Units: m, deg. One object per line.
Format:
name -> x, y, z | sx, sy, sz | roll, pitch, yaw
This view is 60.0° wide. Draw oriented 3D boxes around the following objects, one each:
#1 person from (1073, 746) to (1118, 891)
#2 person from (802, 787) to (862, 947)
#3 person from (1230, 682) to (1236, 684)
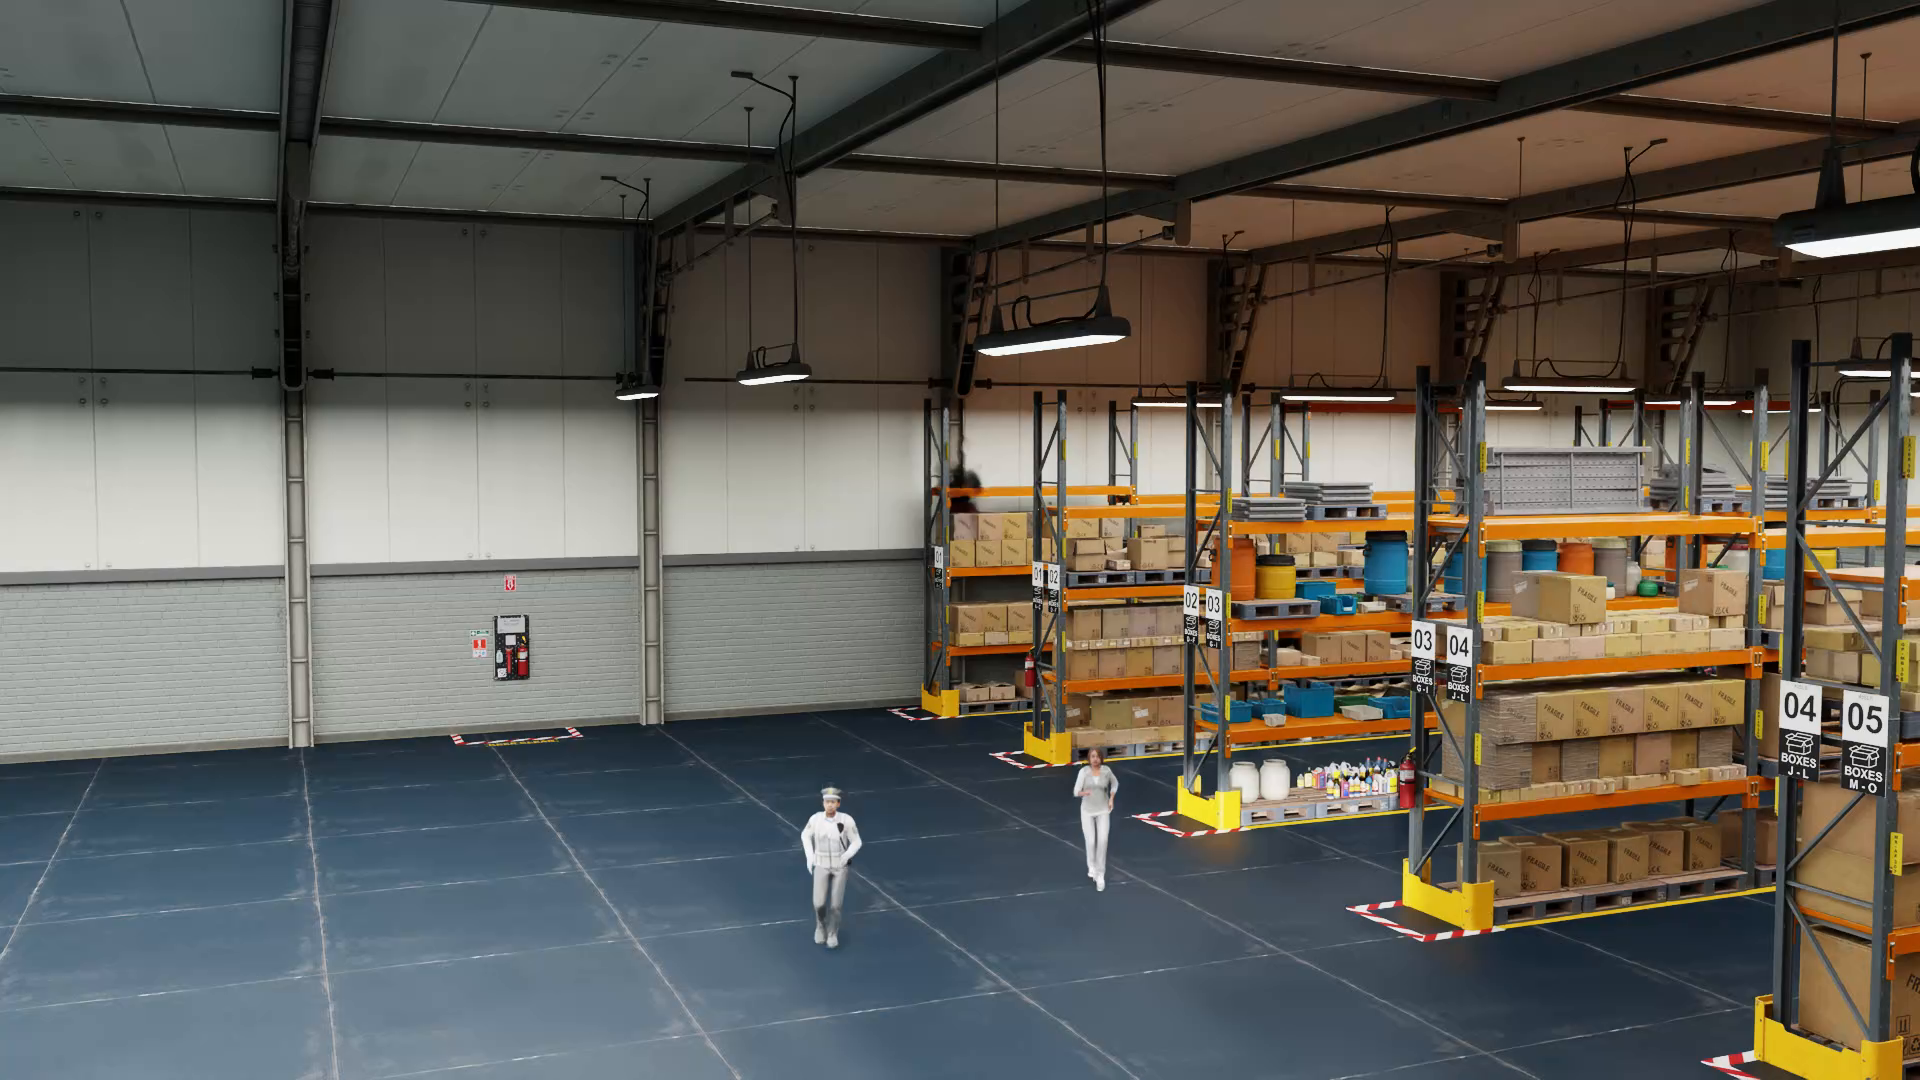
person -> 1.579, 3.218, 19.358 | 0.516, 1.635, 0.678 | 0, 3, 6
person -> -1.308, 3.332, 16.907 | 0.623, 1.661, 0.567 | 0, 3, -1
person -> 5.077, 2.462, 31.035 | 0.706, 1.811, 0.673 | -2, 4, -31
